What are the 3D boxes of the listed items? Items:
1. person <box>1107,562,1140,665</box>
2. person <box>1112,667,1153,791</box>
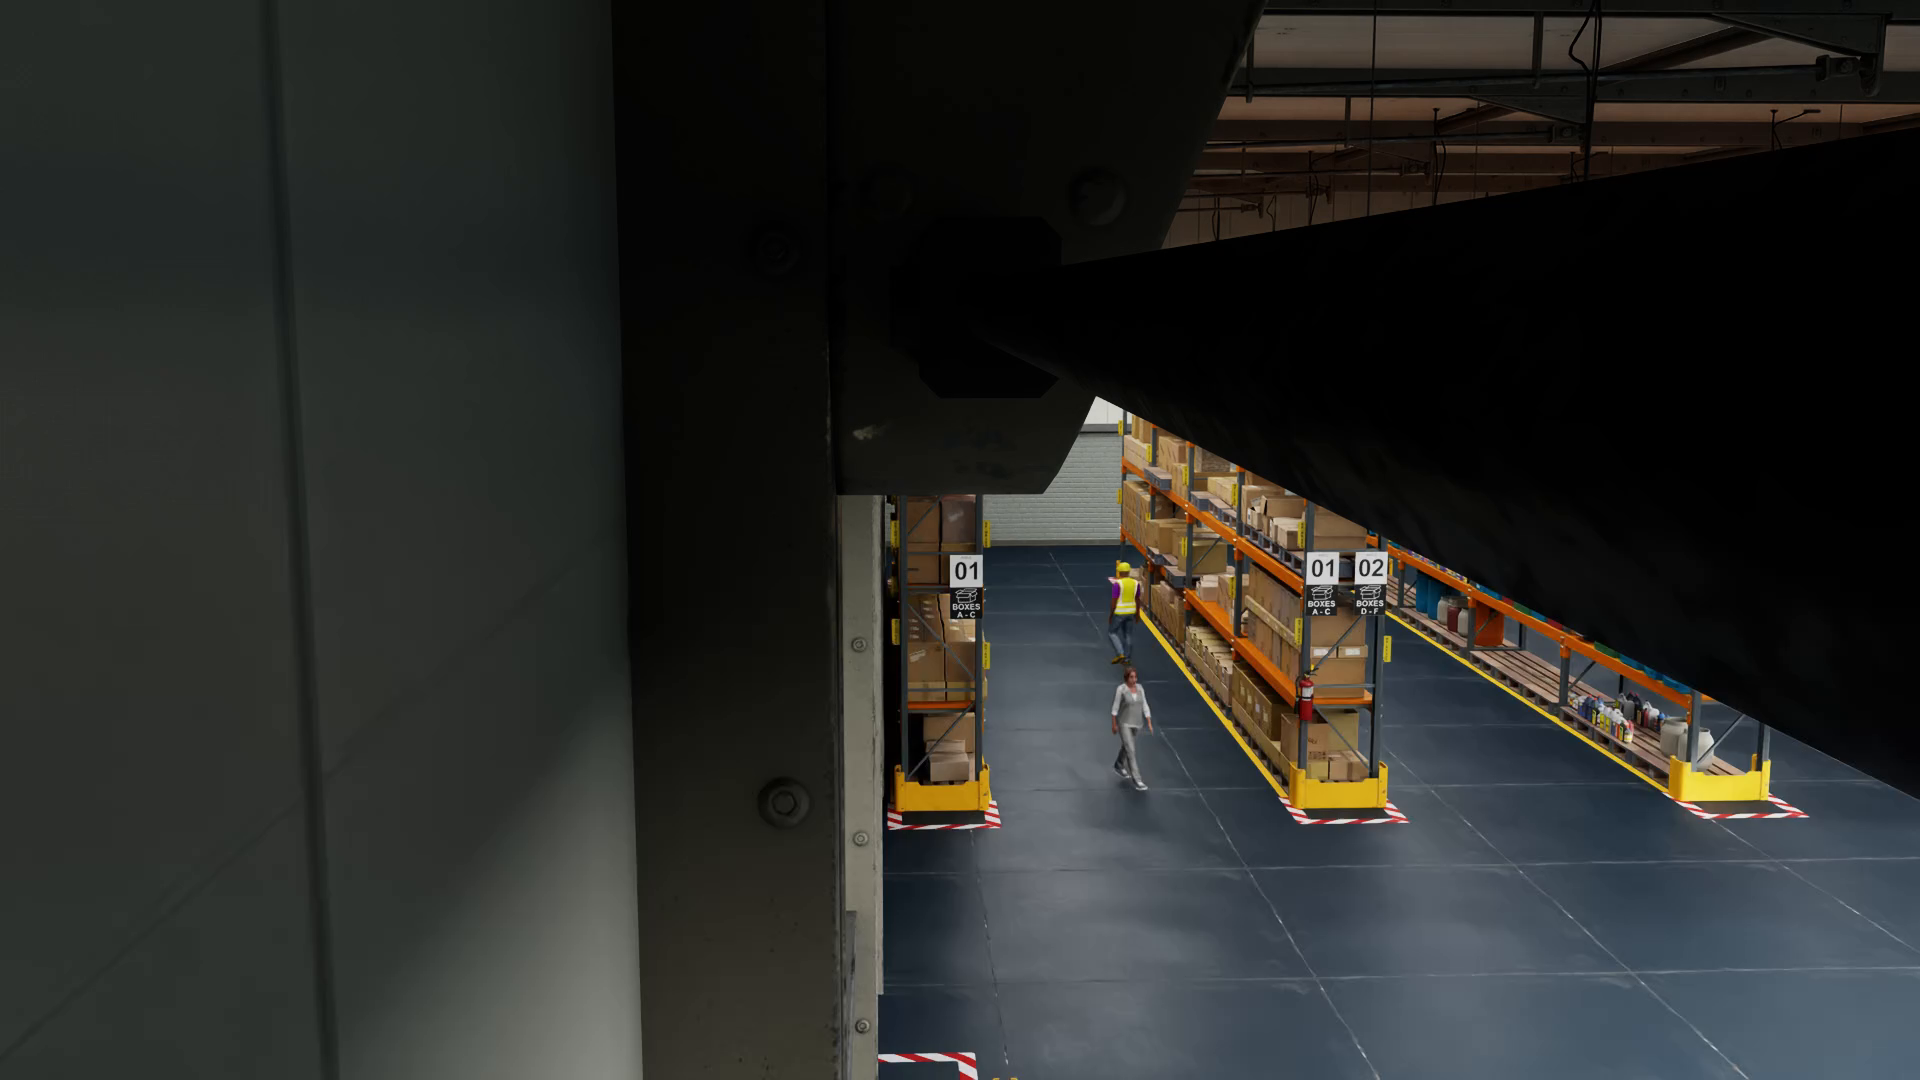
[{"bbox_3d":[2.820,1.265,28.495,0.615,1.767,0.445,-4,10,-28],"label":"person"},{"bbox_3d":[2.230,2.403,21.441,0.435,1.538,0.948,-4,9,-23],"label":"person"}]
